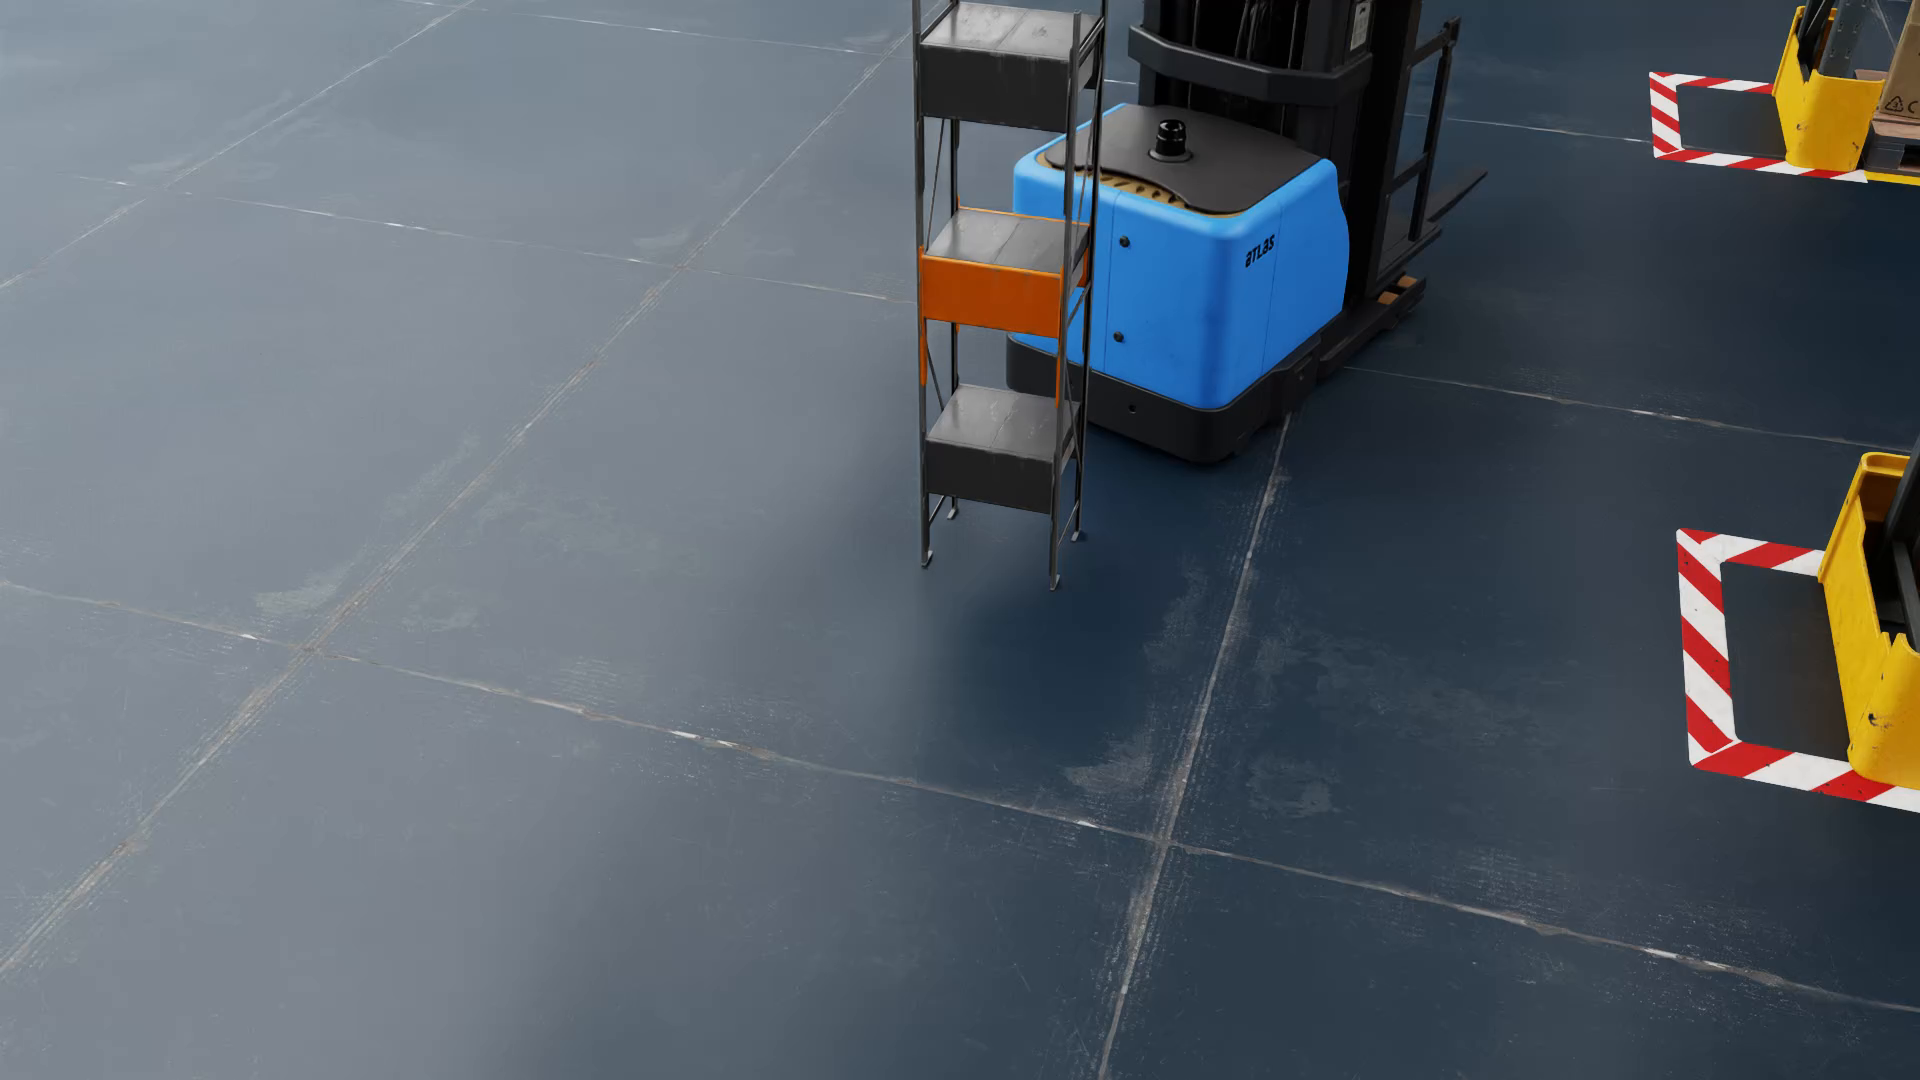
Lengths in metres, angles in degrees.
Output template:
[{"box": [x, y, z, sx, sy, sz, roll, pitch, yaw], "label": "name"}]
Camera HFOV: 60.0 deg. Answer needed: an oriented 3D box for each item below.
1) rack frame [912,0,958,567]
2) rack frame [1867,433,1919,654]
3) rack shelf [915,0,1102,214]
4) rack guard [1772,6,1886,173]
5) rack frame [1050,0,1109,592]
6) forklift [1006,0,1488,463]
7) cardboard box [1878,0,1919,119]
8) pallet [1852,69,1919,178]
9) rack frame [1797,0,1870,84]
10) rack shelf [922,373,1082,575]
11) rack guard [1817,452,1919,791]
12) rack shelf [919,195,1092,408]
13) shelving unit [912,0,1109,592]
[{"box": [-0.075, -0.860, 5.646, 0.015, 2.100, 0.400, 10, 38, 14], "label": "rack frame"}, {"box": [3.170, -0.758, 4.749, 0.127, 3.000, 1.000, 10, 38, 14], "label": "rack frame"}, {"box": [0.158, -1.369, 5.181, 0.480, 0.518, 0.431, 10, 38, 14], "label": "rack shelf"}, {"box": [4.818, -2.526, 9.260, 0.348, 0.500, 1.175, 10, 38, 14], "label": "rack guard"}, {"box": [0.391, -0.773, 5.529, 0.015, 2.100, 0.400, 10, 38, 14], "label": "rack frame"}, {"box": [1.491, -2.300, 6.902, 1.130, 2.935, 3.031, 25, 43, 29], "label": "forklift"}, {"box": [5.337, -2.589, 8.991, 0.500, 0.500, 0.500, 18, 40, 22], "label": "cardboard box"}, {"box": [5.583, -2.246, 9.124, 1.213, 0.211, 1.003, 10, 38, 14], "label": "pallet"}, {"box": [4.746, -3.546, 8.538, 0.127, 3.000, 1.000, 10, 38, 14], "label": "rack frame"}, {"box": [0.158, -0.242, 6.011, 0.480, 0.518, 0.431, 10, 38, 14], "label": "rack shelf"}, {"box": [3.148, 0.245, 5.496, 0.348, 0.500, 1.175, 10, 38, 14], "label": "rack guard"}, {"box": [0.158, -0.805, 5.596, 0.480, 0.518, 0.431, 10, 38, 14], "label": "rack shelf"}, {"box": [0.158, -0.816, 5.588, 0.503, 2.100, 0.431, 10, 38, 14], "label": "shelving unit"}]
